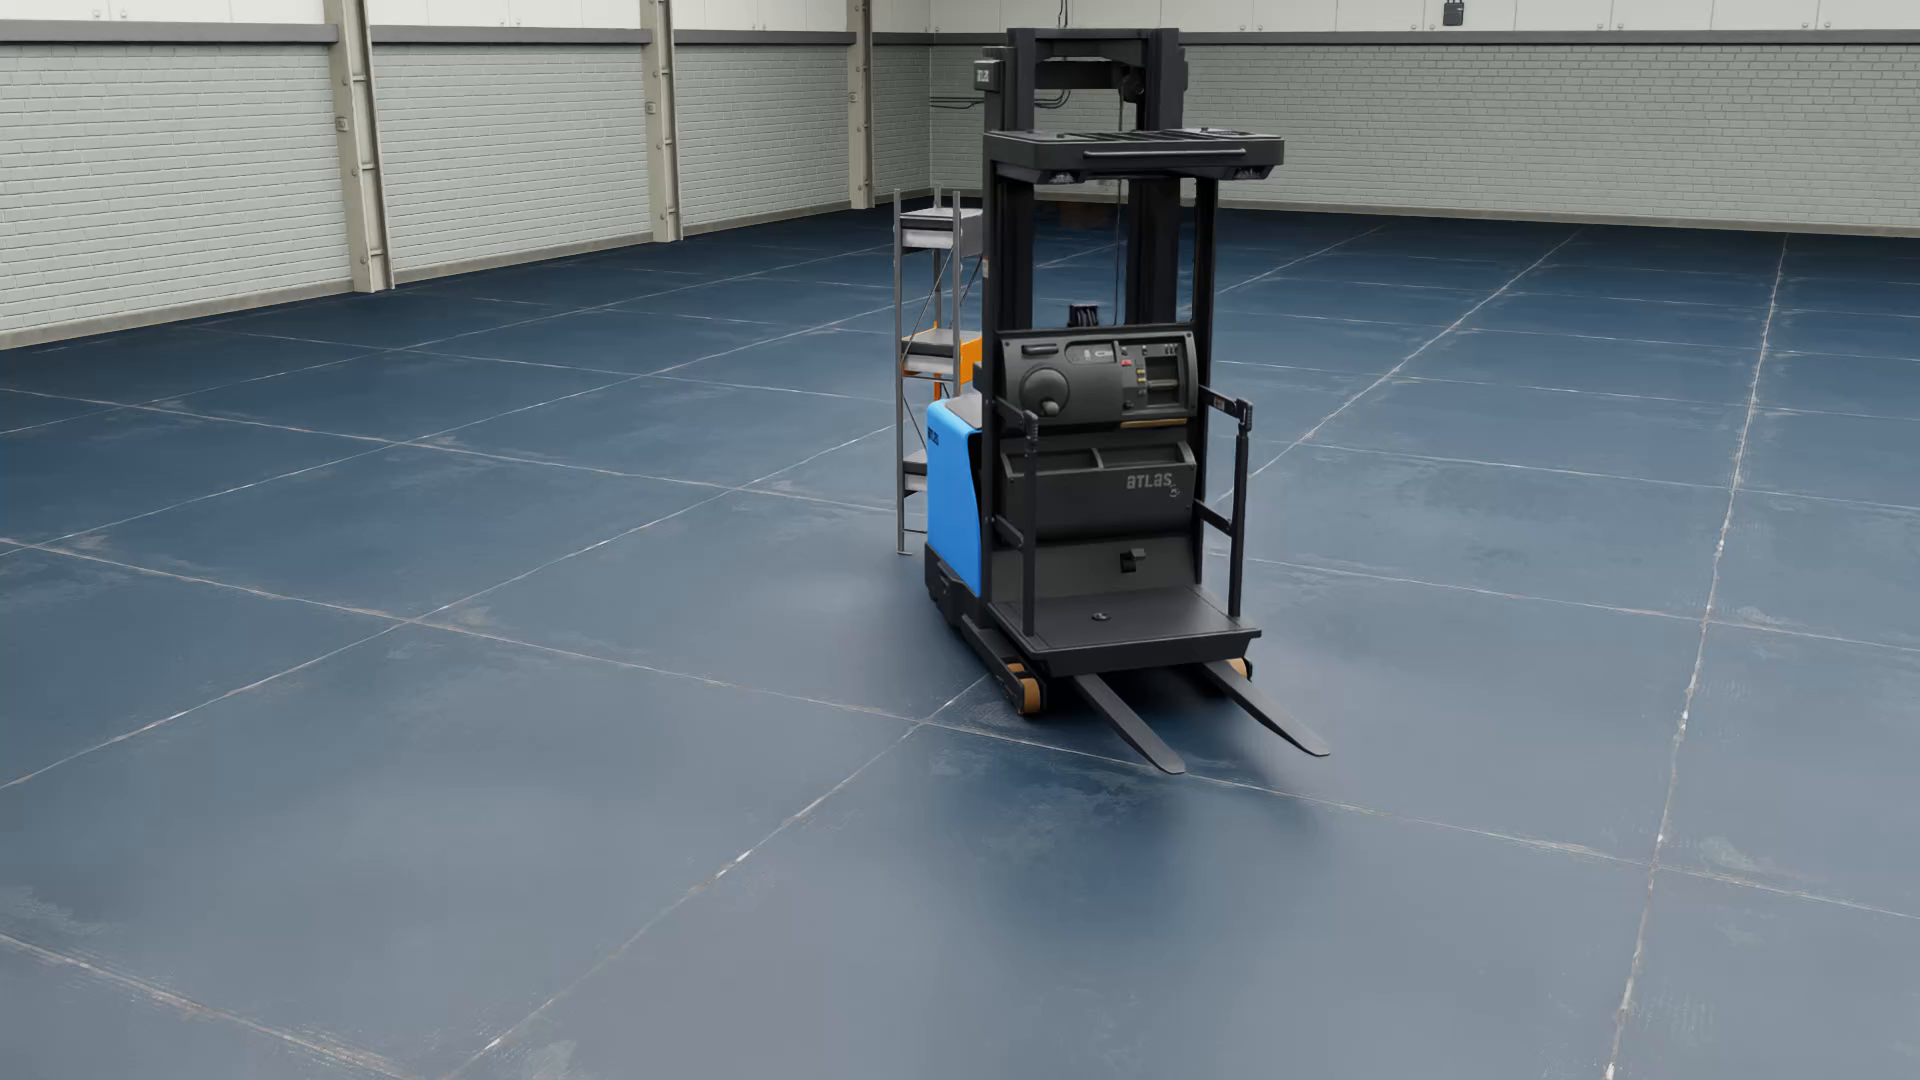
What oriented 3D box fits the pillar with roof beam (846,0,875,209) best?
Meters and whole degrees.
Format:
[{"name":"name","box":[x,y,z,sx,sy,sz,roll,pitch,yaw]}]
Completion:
[{"name":"pillar with roof beam","box":[2.054,-9.879,27.480,9.100,9.000,0.400,8,18,25]}]

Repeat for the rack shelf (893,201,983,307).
[{"name":"rack shelf","box":[-0.074,-1.622,9.388,0.431,0.518,0.480,8,18,25]}]

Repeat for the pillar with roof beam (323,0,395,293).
[{"name":"pillar with roof beam","box":[-3.308,-6.822,17.189,9.100,9.000,0.400,8,18,25]}]

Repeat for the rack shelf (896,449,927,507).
[{"name":"rack shelf","box":[-0.074,-0.280,9.787,0.431,0.518,0.480,8,18,25]}]

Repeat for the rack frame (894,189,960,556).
[{"name":"rack frame","box":[-0.183,-0.902,9.374,0.400,2.100,0.015,8,18,25]}]

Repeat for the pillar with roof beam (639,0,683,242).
[{"name":"pillar with roof beam","box":[-0.627,-8.351,22.334,9.100,9.000,0.400,8,18,25]}]

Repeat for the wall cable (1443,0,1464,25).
[{"name":"wall cable","box":[9.188,-11.427,26.720,2.305,6.003,0.169,8,18,25]}]

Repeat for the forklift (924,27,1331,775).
[{"name":"forklift","box":[0.704,-0.750,7.402,1.130,2.935,3.031,-5,17,-15]}]

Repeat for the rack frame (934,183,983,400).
[{"name":"rack frame","box":[0.035,-1.027,9.793,0.400,2.100,0.015,8,18,25]}]

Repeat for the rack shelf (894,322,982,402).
[{"name":"rack shelf","box":[-0.074,-0.951,9.587,0.431,0.518,0.480,8,18,25]}]

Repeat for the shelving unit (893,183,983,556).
[{"name":"shelving unit","box":[-0.074,-0.964,9.583,0.431,2.100,0.503,8,18,25]}]

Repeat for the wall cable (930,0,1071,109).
[{"name":"wall cable","box":[0.702,-9.520,31.726,3.097,2.526,0.112,8,18,25]}]
